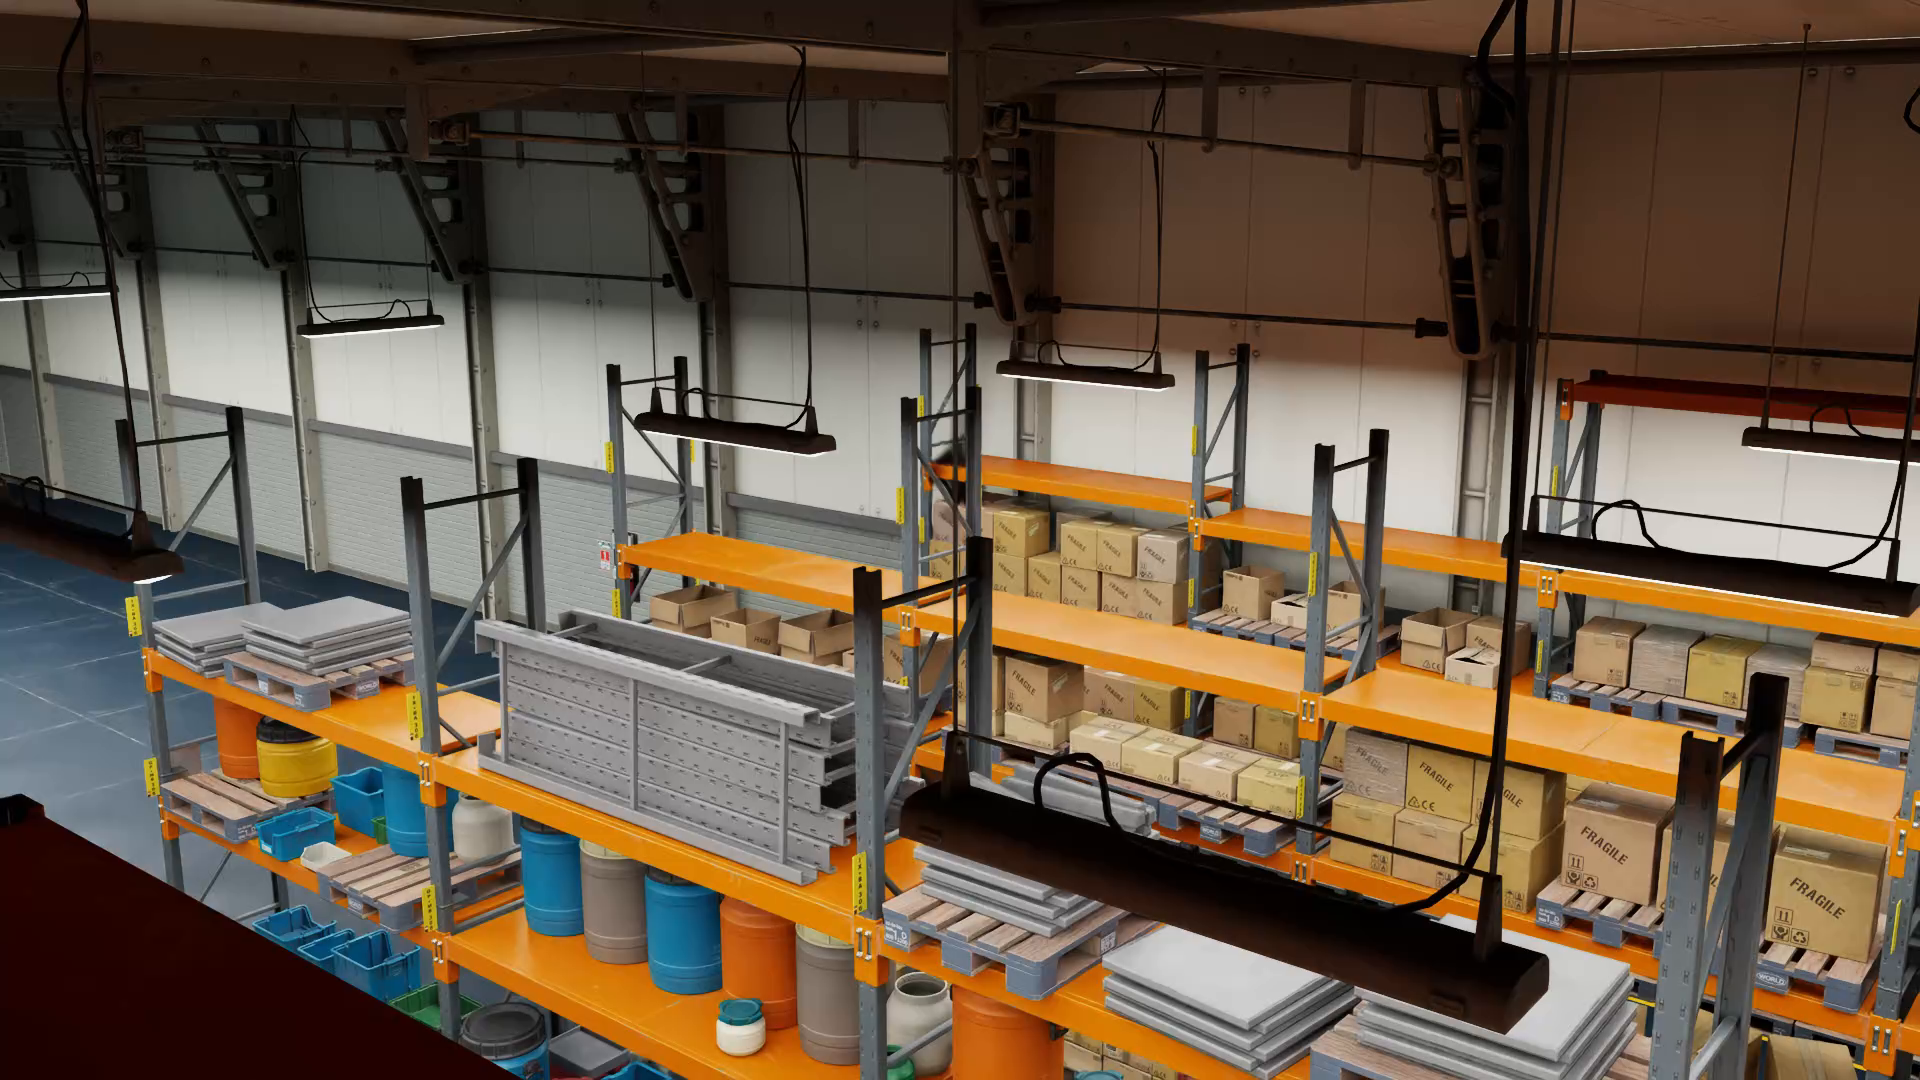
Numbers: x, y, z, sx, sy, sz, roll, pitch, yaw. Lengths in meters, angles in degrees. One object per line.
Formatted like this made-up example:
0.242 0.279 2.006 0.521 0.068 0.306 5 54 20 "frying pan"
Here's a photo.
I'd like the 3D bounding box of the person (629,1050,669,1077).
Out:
-2.598 4.224 13.731 0.591 1.733 0.810 -12 17 -42 "person"
